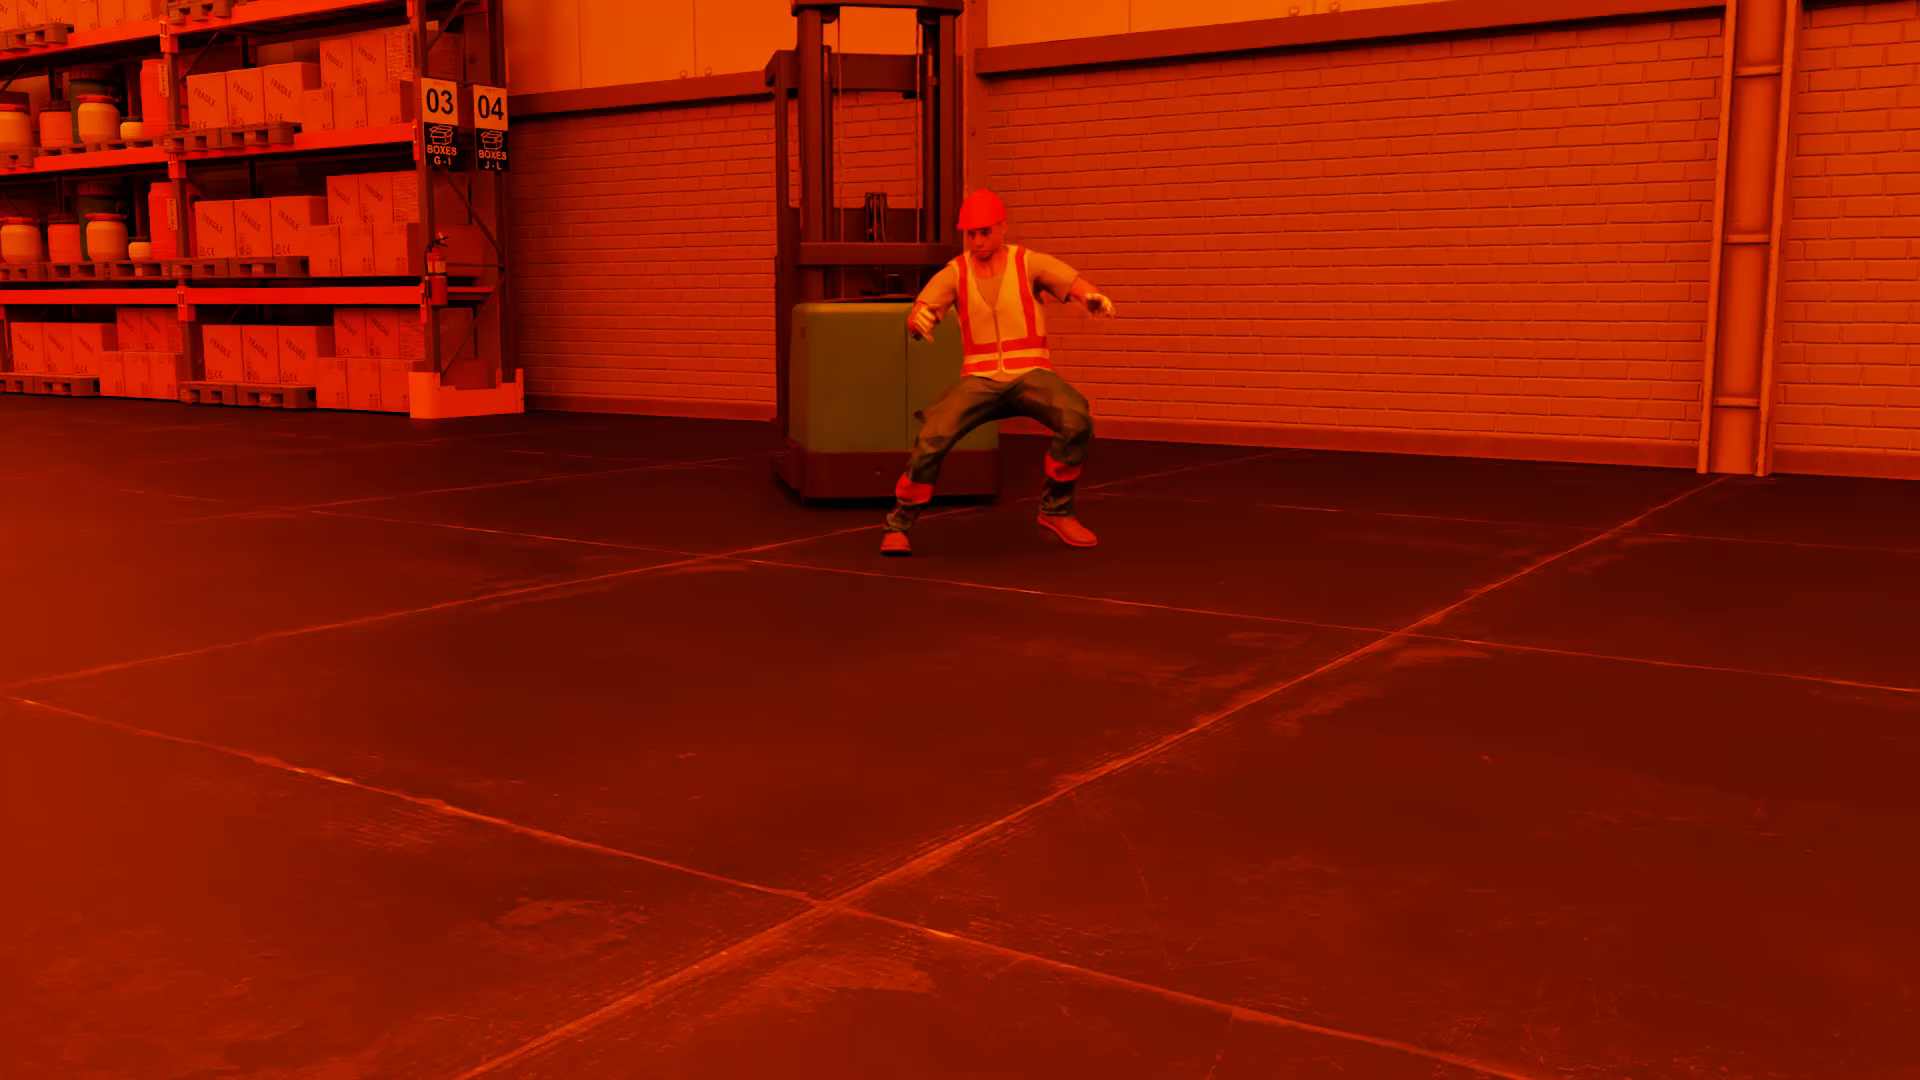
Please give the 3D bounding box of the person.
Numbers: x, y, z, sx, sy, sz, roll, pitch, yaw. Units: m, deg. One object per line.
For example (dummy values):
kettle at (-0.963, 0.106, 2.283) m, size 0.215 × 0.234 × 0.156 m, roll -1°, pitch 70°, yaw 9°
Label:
person at (0.165, -0.716, 7.126) m, size 1.018 × 1.559 × 0.771 m, roll 1°, pitch 8°, yaw 10°

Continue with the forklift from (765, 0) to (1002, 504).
forklift at (-0.574, -1.816, 9.964) m, size 1.130 × 2.935 × 3.031 m, roll -2°, pitch 8°, yaw -11°
